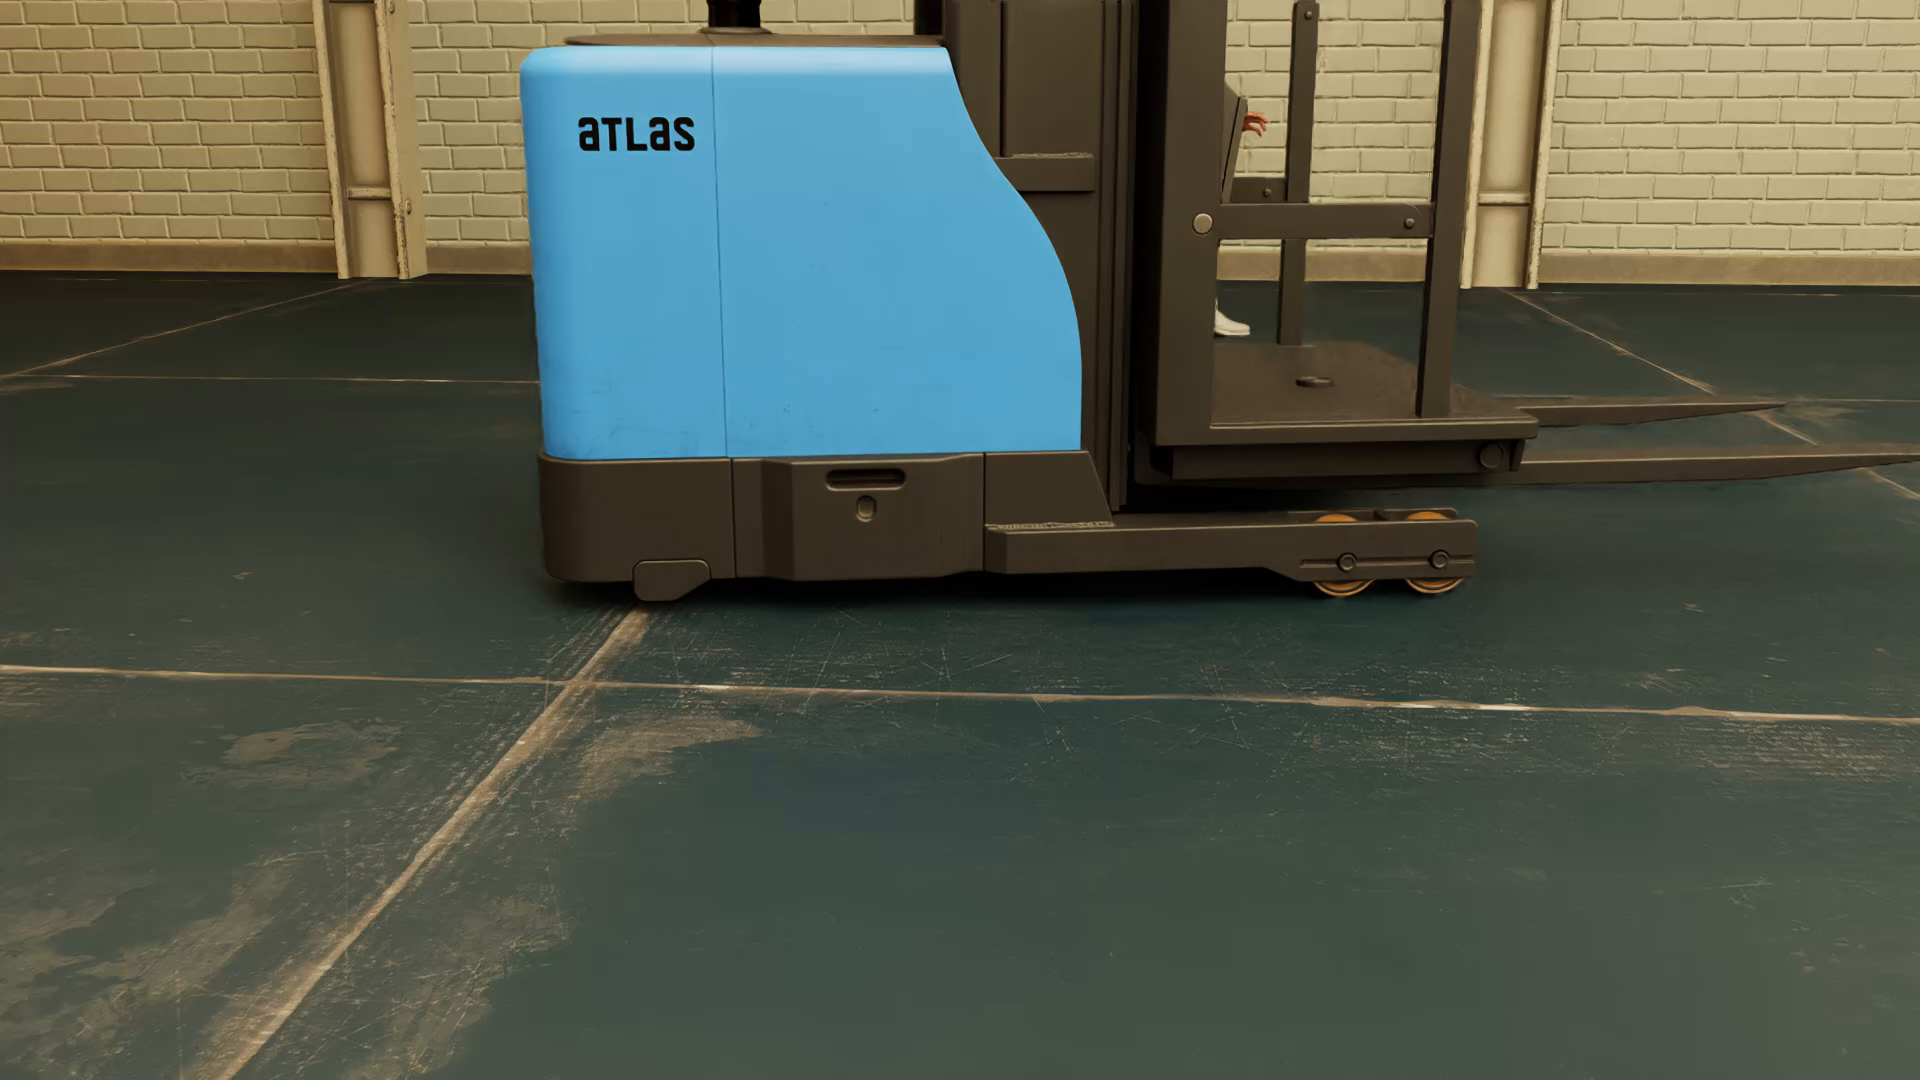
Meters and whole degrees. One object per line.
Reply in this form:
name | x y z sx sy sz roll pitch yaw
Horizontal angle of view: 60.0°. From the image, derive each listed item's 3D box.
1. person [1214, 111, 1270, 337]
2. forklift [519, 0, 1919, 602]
person | 0.825 -1.595 6.630 0.804 1.599 0.816 2 15 9
forklift | 0.636 -1.436 3.509 3.031 2.935 1.130 -2 15 -6
